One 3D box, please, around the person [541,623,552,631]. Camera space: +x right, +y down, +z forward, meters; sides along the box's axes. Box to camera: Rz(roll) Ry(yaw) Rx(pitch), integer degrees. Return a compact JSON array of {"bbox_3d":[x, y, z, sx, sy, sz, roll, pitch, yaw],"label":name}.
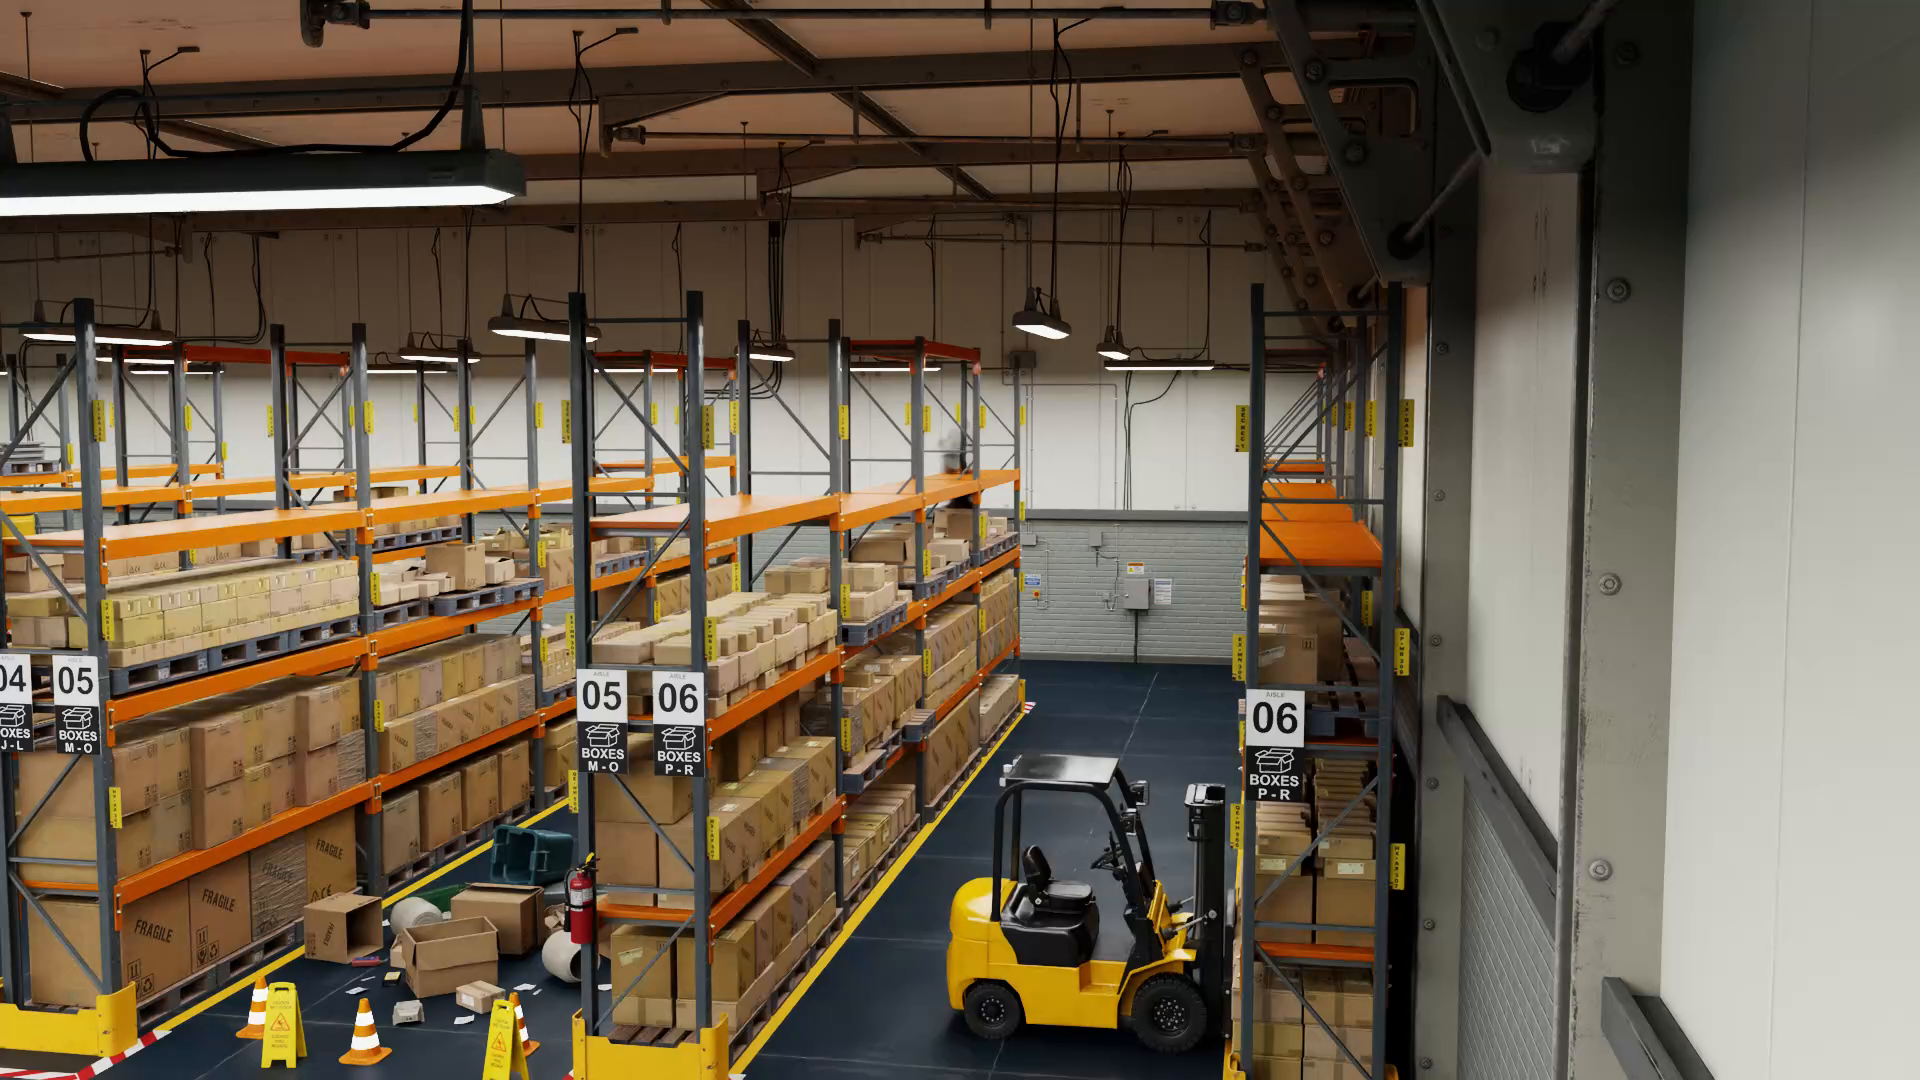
[{"bbox_3d":[-6.545,2.184,26.265,0.652,1.739,0.613,1,5,12],"label":"person"}]
